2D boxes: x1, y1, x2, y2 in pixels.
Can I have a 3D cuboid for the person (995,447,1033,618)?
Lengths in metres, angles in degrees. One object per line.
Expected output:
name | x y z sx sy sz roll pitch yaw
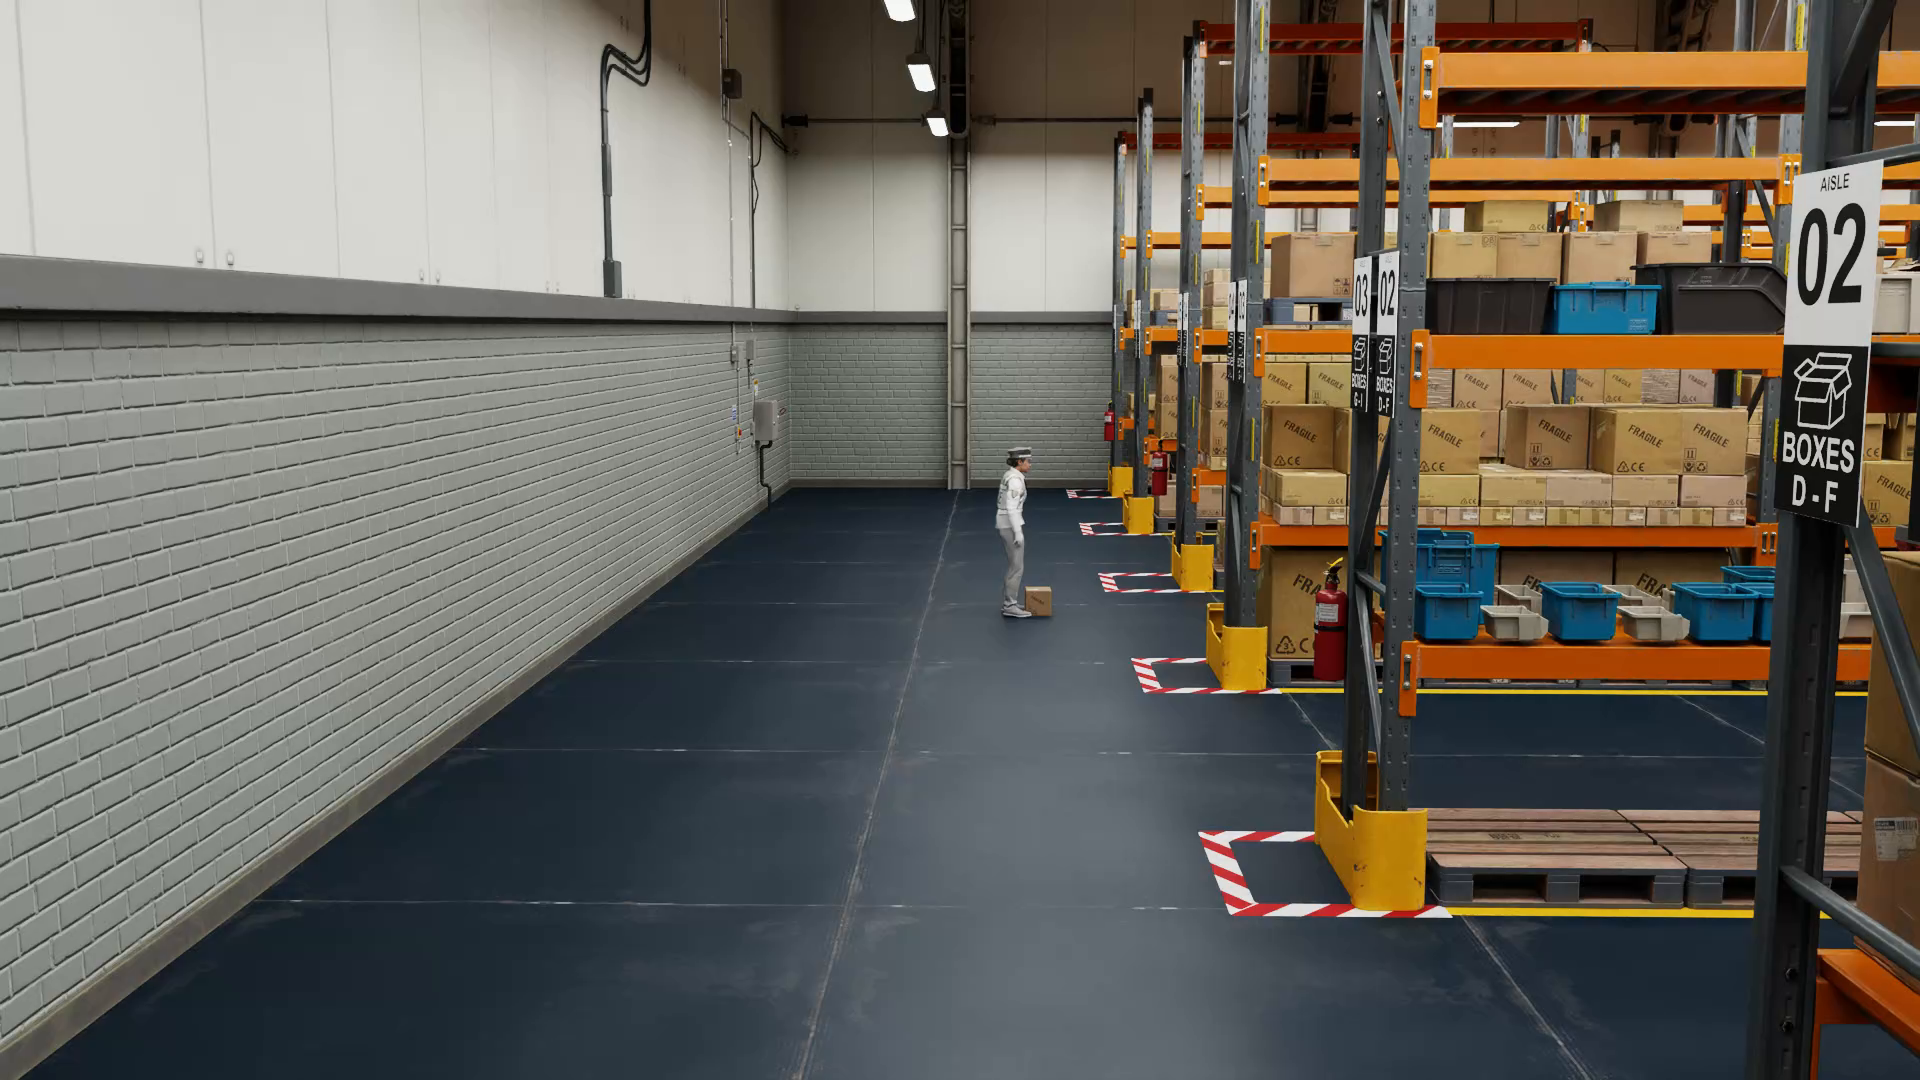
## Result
person | 0.534 -0.090 16.459 0.372 1.663 0.531 0 7 -1
